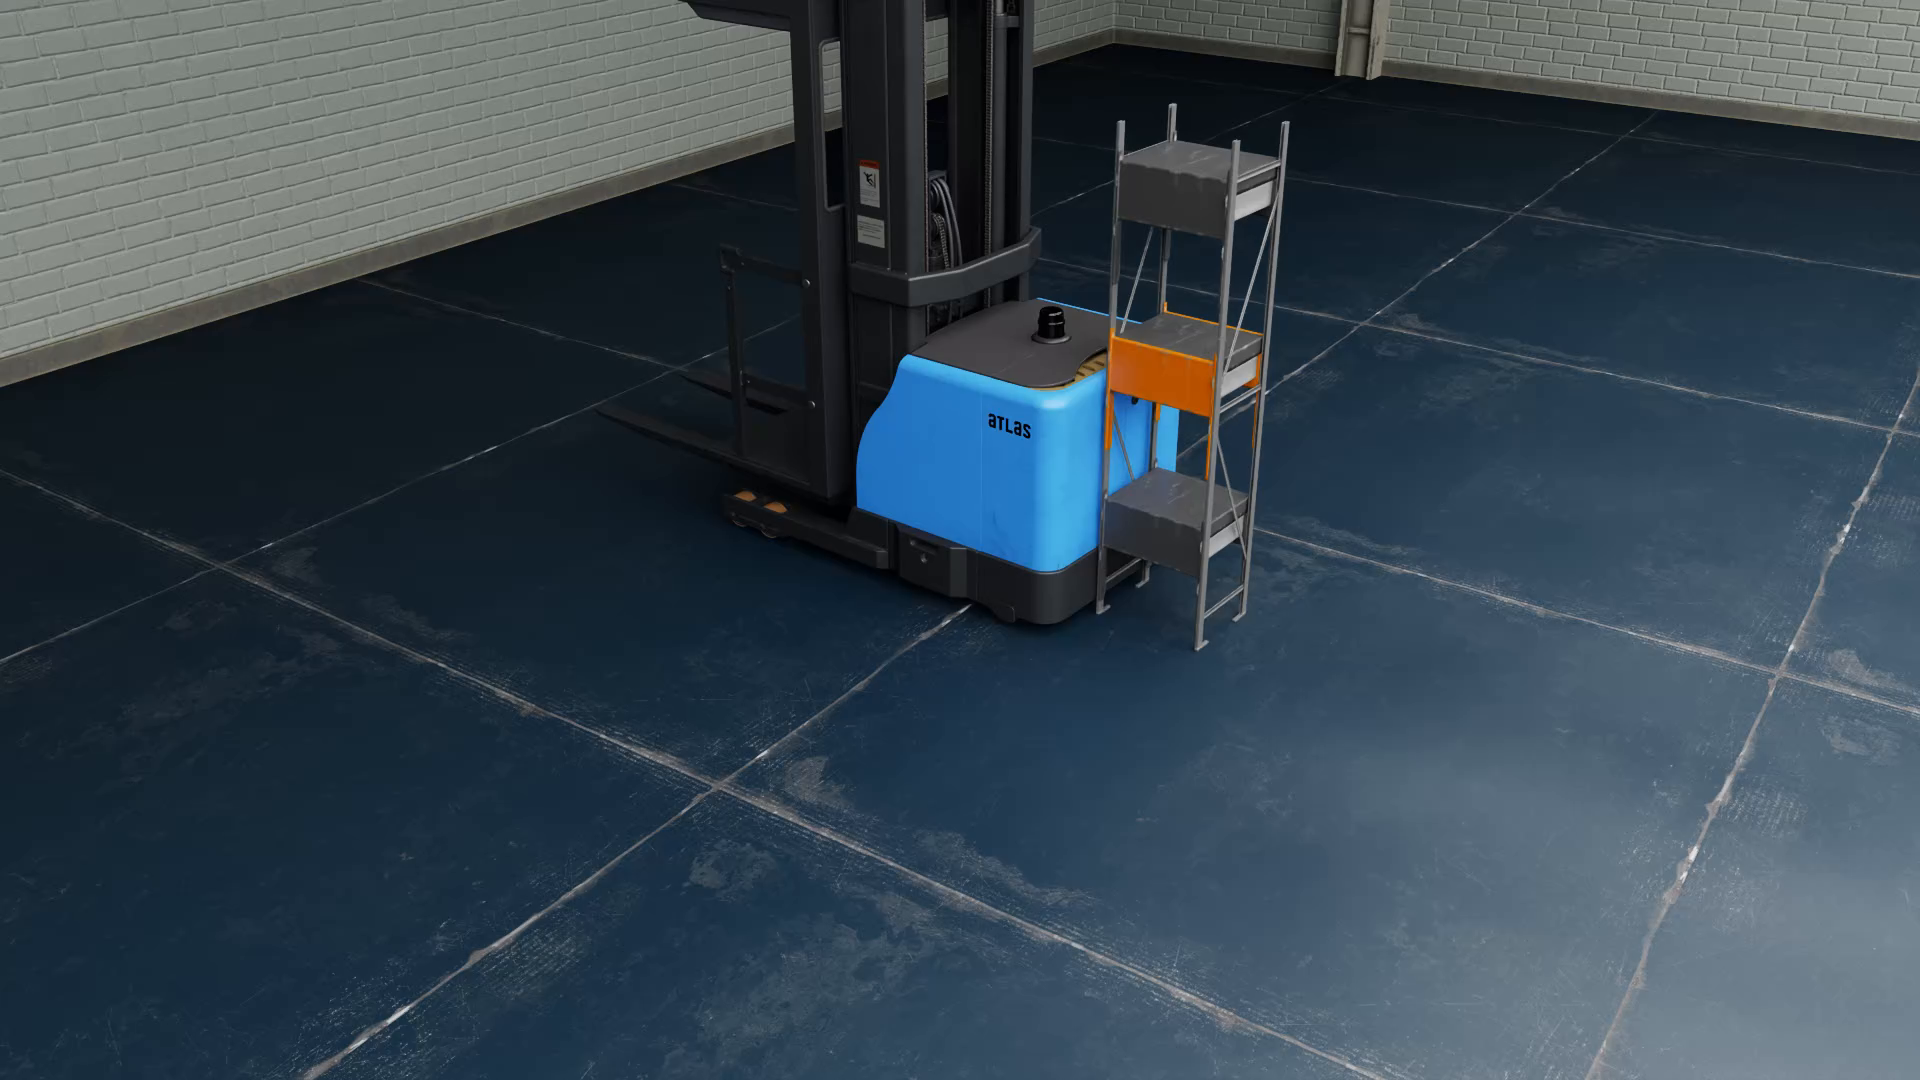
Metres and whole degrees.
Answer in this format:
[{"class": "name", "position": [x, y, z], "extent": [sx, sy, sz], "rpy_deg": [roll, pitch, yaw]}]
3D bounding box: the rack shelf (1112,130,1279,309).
[{"class": "rack shelf", "position": [0.902, -1.228, 6.335], "extent": [0.480, 0.518, 0.431], "rpy_deg": [20, 33, 33]}]

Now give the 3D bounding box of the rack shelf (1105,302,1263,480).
[{"class": "rack shelf", "position": [0.902, -0.604, 6.653], "extent": [0.480, 0.518, 0.431], "rpy_deg": [20, 33, 33]}]

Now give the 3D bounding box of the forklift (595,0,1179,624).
[{"class": "forklift", "position": [-0.496, -1.483, 7.432], "extent": [3.031, 2.935, 1.130], "rpy_deg": [20, 33, 33]}]

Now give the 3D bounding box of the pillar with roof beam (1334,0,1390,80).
[{"class": "pillar with roof beam", "position": [1.679, -7.210, 11.996], "extent": [0.400, 9.000, 9.100], "rpy_deg": [17, 32, 30]}]

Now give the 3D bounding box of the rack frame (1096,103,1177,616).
[{"class": "rack frame", "position": [0.710, -0.685, 6.781], "extent": [0.015, 2.100, 0.400], "rpy_deg": [20, 33, 33]}]

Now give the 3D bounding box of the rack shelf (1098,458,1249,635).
[{"class": "rack shelf", "position": [0.902, 0.019, 6.970], "extent": [0.480, 0.518, 0.431], "rpy_deg": [20, 33, 33]}]

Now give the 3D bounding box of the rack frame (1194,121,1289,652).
[{"class": "rack frame", "position": [1.094, -0.548, 6.512], "extent": [0.015, 2.100, 0.400], "rpy_deg": [20, 33, 33]}]

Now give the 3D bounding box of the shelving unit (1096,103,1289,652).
[{"class": "shelving unit", "position": [0.902, -0.617, 6.646], "extent": [0.503, 2.100, 0.431], "rpy_deg": [20, 33, 33]}]
